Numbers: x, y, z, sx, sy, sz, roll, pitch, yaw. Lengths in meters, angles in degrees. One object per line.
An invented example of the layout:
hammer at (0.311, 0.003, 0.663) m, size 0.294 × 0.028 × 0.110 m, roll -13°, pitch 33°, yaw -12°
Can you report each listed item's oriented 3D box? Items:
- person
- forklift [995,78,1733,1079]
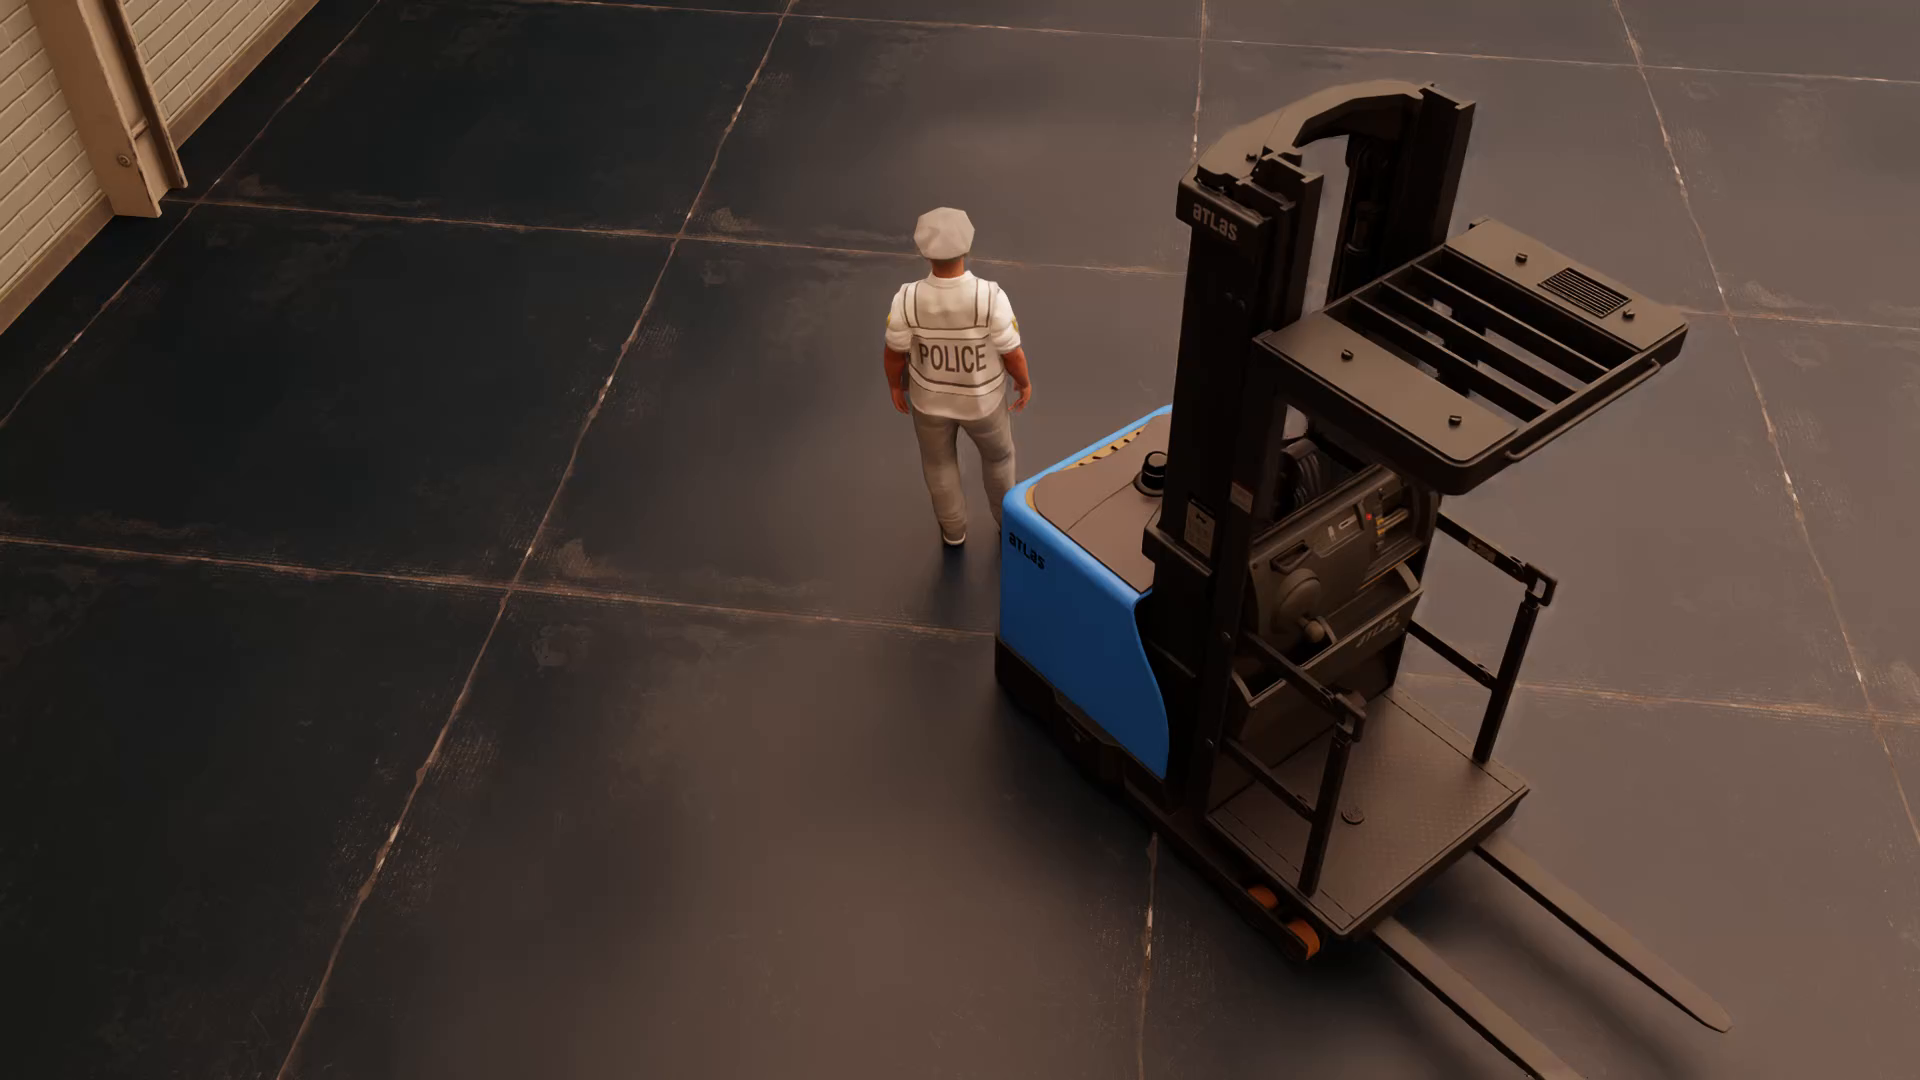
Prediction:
person at (0.014, -0.714, 7.353) m, size 0.660 × 1.779 × 0.545 m, roll 5°, pitch 43°, yaw 5°
forklift at (1.464, 0.099, 5.616) m, size 1.130 × 2.935 × 3.031 m, roll -29°, pitch 50°, yaw -28°
